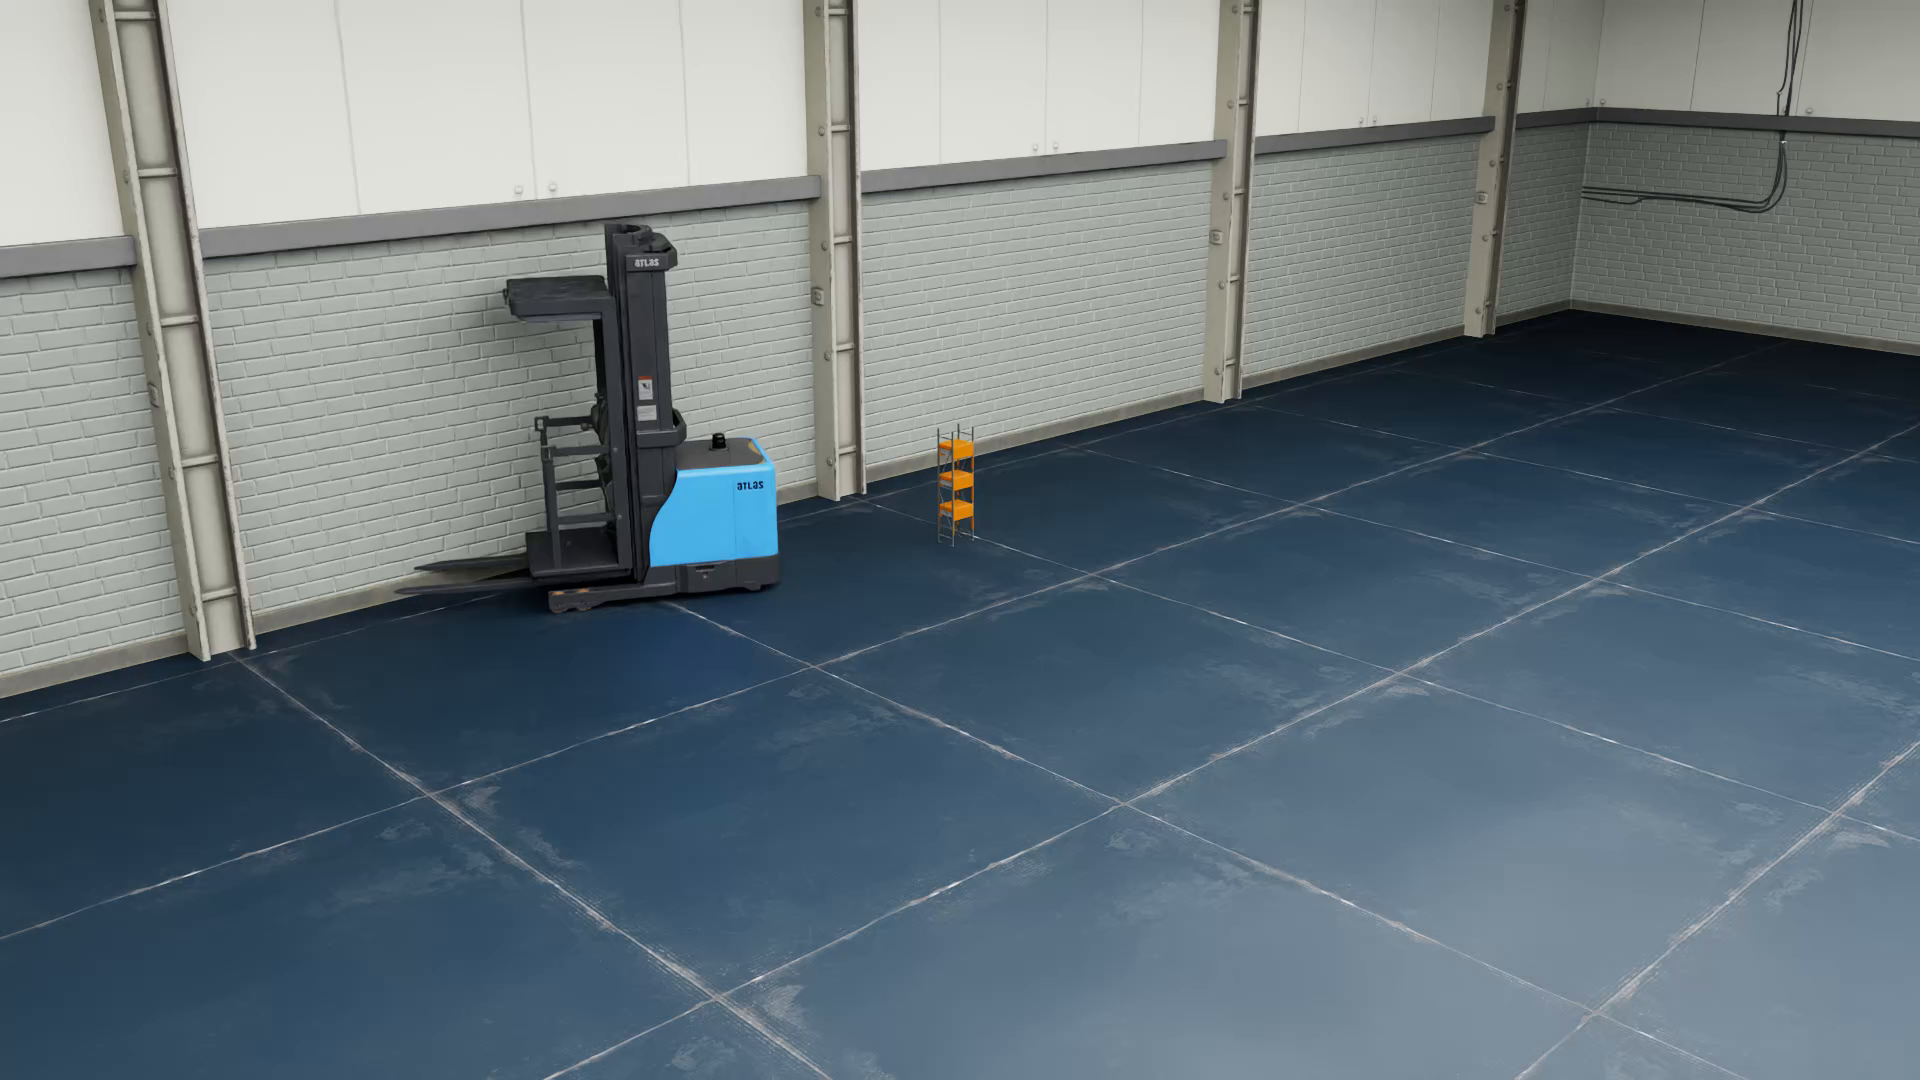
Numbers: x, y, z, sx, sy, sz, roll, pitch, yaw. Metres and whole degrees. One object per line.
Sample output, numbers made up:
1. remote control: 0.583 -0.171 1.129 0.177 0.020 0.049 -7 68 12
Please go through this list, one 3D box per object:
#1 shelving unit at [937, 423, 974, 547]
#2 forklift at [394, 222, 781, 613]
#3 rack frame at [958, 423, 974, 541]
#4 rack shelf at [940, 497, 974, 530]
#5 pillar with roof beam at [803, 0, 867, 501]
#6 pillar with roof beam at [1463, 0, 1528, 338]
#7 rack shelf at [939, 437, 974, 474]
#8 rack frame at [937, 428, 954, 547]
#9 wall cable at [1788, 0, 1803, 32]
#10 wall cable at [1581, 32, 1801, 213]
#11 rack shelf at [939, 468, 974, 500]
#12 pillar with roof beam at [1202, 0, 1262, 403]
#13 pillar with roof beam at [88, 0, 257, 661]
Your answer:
1. shelving unit: -0.039 -0.488 14.788 0.252 1.050 0.215 -16 24 -41
2. forklift: -3.057 -0.998 13.310 3.031 2.935 1.130 -5 19 -16
3. rack frame: 0.050 -0.514 14.868 0.008 1.050 0.200 -16 24 -41
4. rack shelf: -0.039 -0.214 14.877 0.240 0.259 0.215 -16 24 -41
5. pillar with roof beam: 1.790 -3.770 12.021 0.400 9.000 9.100 -16 24 -41
6. pillar with roof beam: 10.510 -6.312 19.863 0.400 9.000 9.100 -16 24 -41
7. rack shelf: -0.039 -0.748 14.704 0.240 0.259 0.215 -16 24 -41
8. rack frame: -0.127 -0.462 14.708 0.008 1.050 0.200 -16 24 -41
9. wall cable: 12.460 -7.924 21.681 0.112 2.526 3.097 -16 24 -41
10. wall cable: 10.601 -6.128 24.329 0.112 2.526 3.097 -16 24 -41
11. rack shelf: -0.039 -0.478 14.791 0.240 0.259 0.215 -16 24 -41
12. pillar with roof beam: 6.150 -5.041 15.942 0.400 9.000 9.100 -16 24 -41
13. pillar with roof beam: -2.569 -2.498 8.100 0.400 9.000 9.100 -16 24 -41
